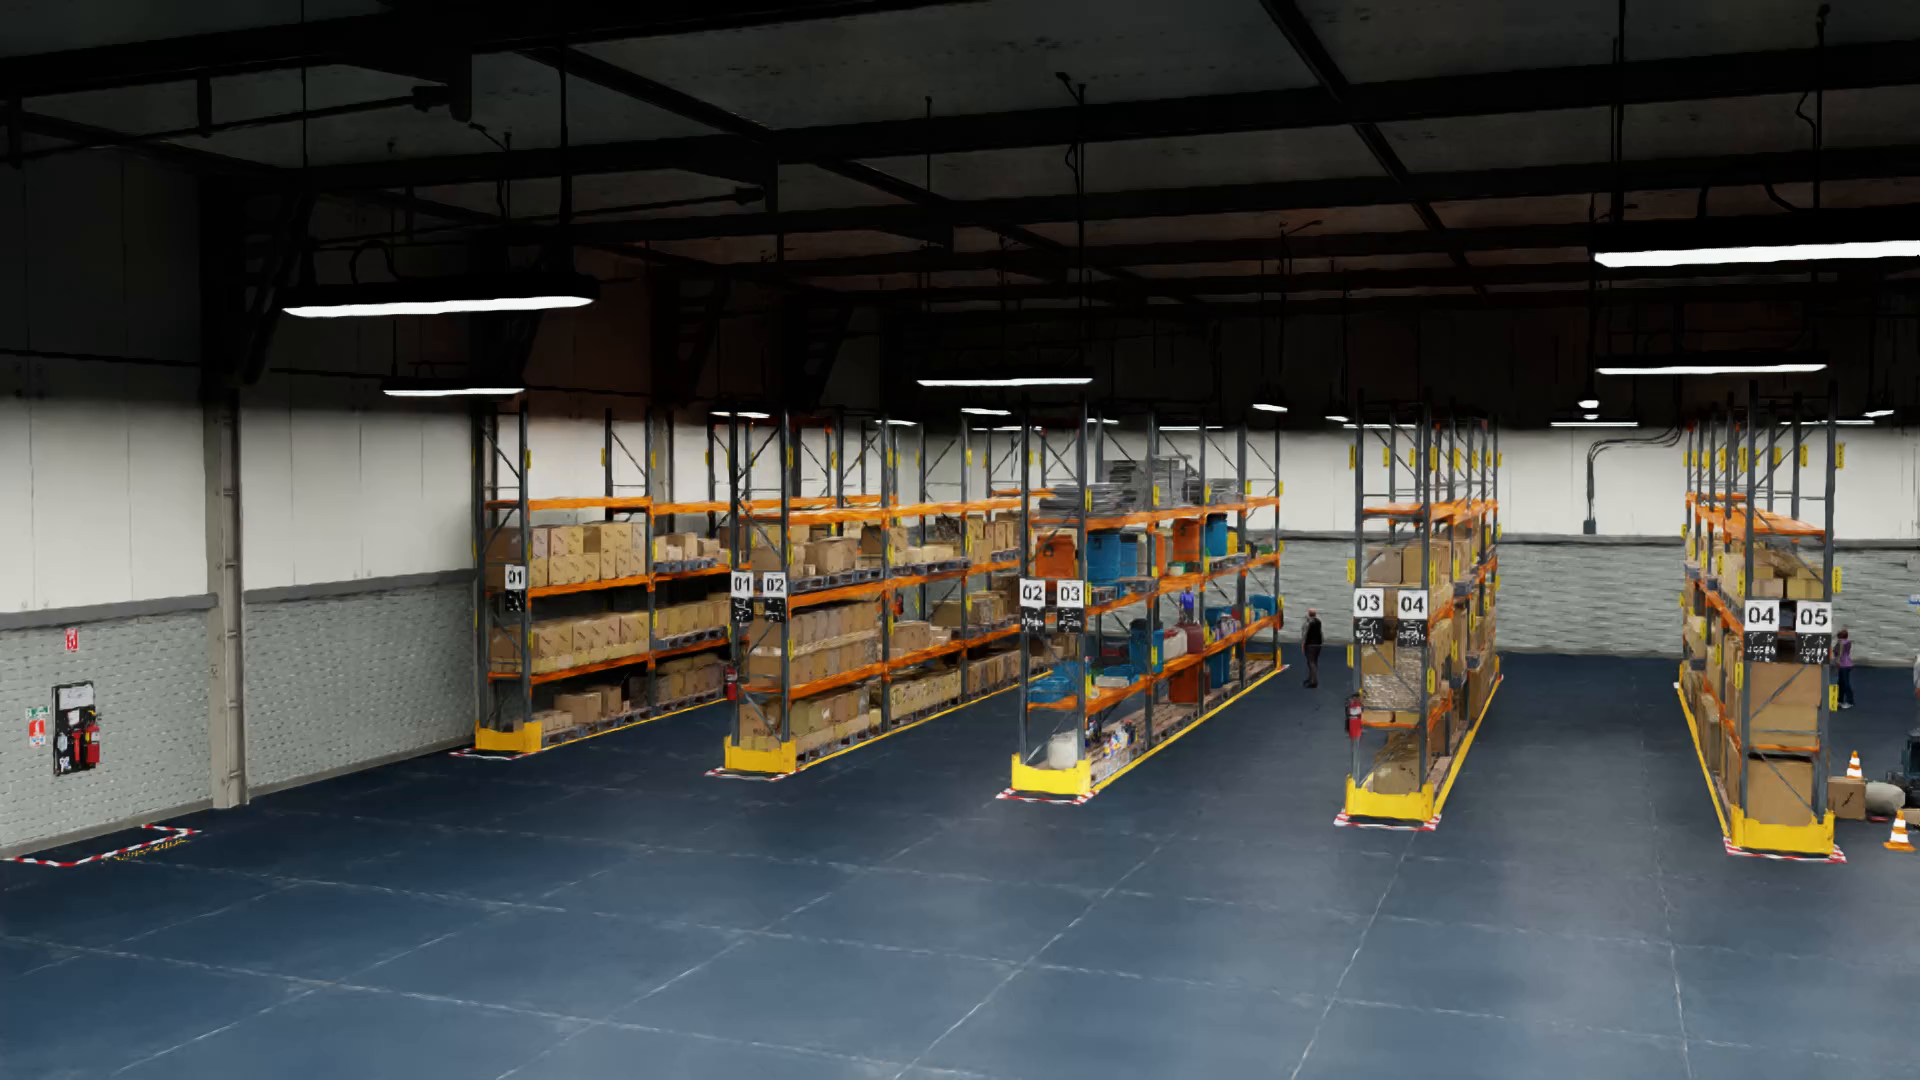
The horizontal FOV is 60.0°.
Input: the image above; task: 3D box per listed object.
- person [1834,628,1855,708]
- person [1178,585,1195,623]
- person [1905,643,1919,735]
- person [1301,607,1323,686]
[{"bbox_3d":[17.778,2.561,33.520,0.538,1.587,0.541,2,4,42],"label":"person"},{"bbox_3d":[6.042,1.986,45.133,0.647,1.651,0.492,-1,3,-22],"label":"person"},{"bbox_3d":[17.283,2.650,29.837,0.586,1.768,0.638,3,4,43],"label":"person"},{"bbox_3d":[7.756,2.340,36.735,0.626,1.718,0.576,-2,4,-39],"label":"person"}]
